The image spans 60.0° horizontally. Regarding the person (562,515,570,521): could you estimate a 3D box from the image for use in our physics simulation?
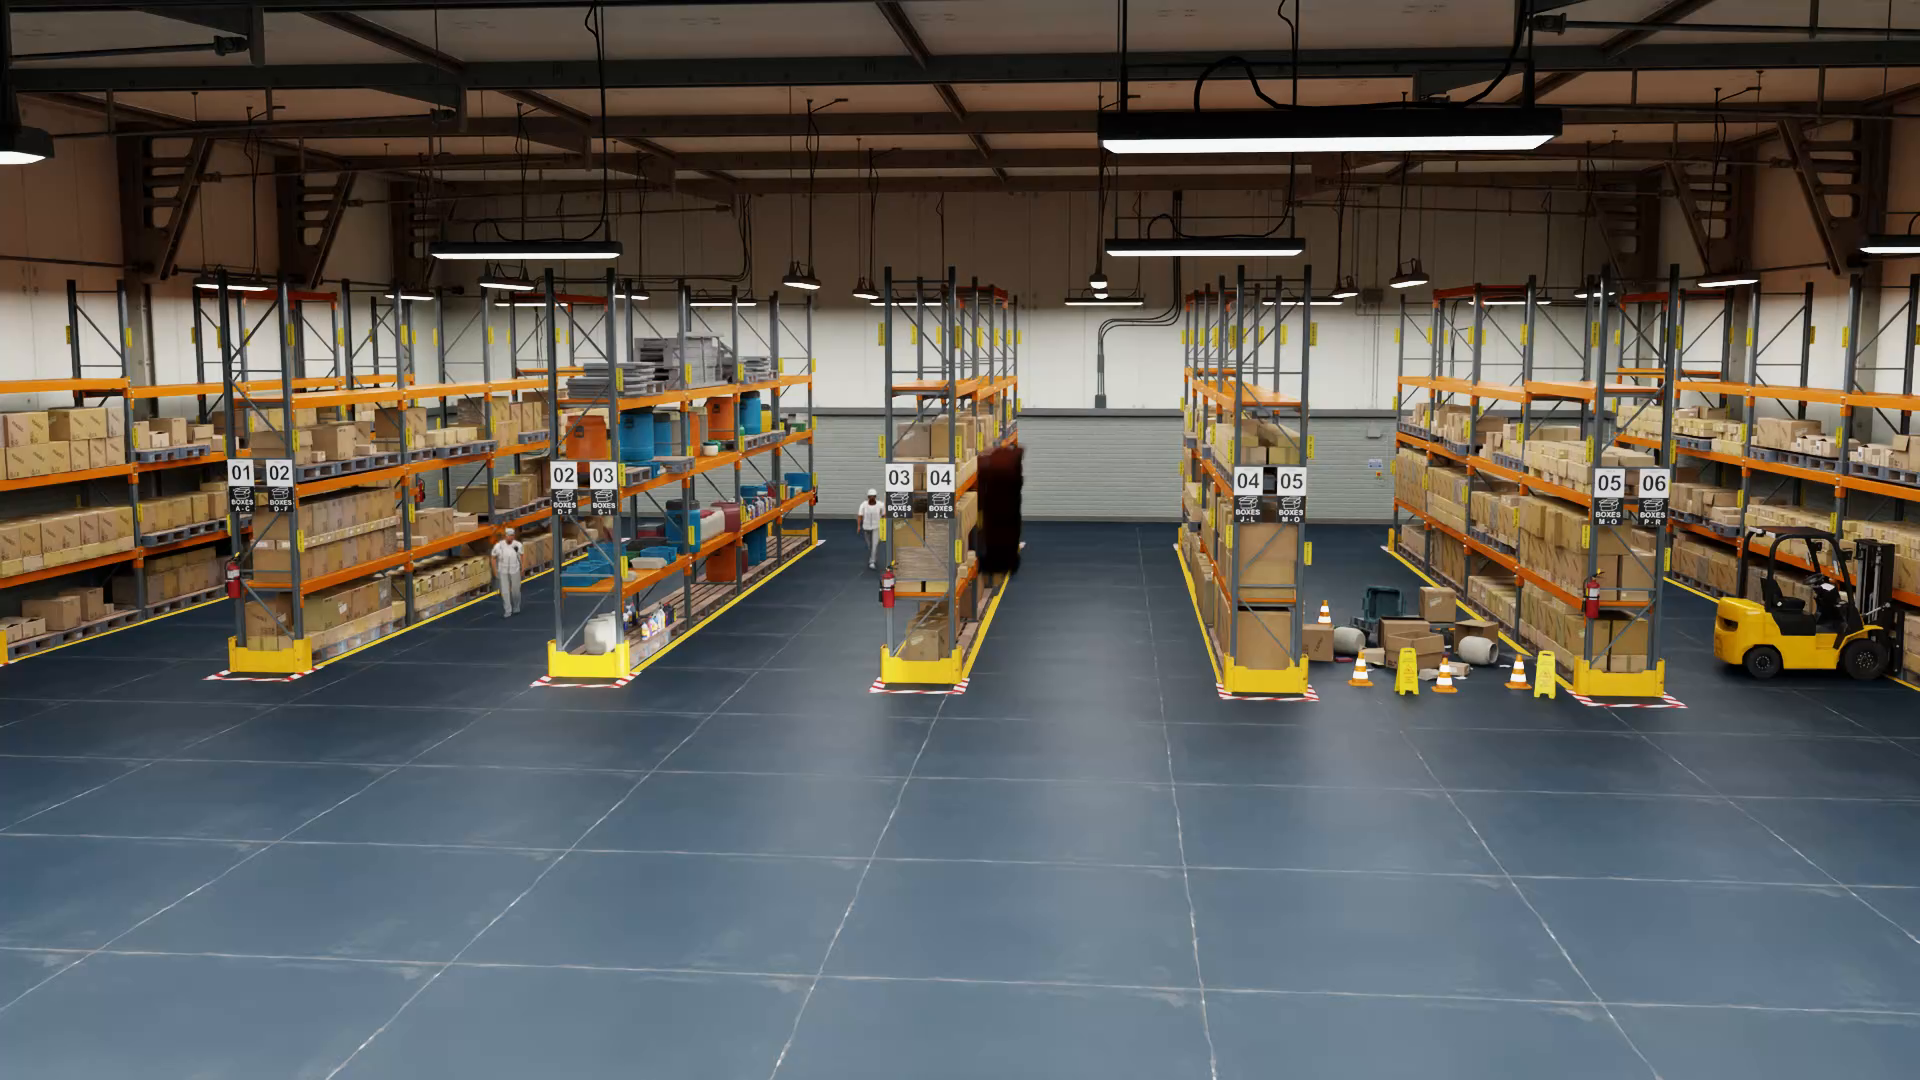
[{"bbox_3d":[-10.101,-0.897,41.813,0.852,1.608,0.561,-5,9,-37],"label":"person"}]

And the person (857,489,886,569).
[{"bbox_3d":[-1.936,-0.267,36.268,0.593,1.704,1.071,1,7,8],"label":"person"}]

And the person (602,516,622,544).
[{"bbox_3d":[-7.698,-0.248,36.432,0.439,1.673,0.503,-6,9,-42],"label":"person"}]

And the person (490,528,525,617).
[{"bbox_3d":[-8.154,0.574,29.975,0.590,1.609,0.584,-1,7,-10],"label":"person"}]
